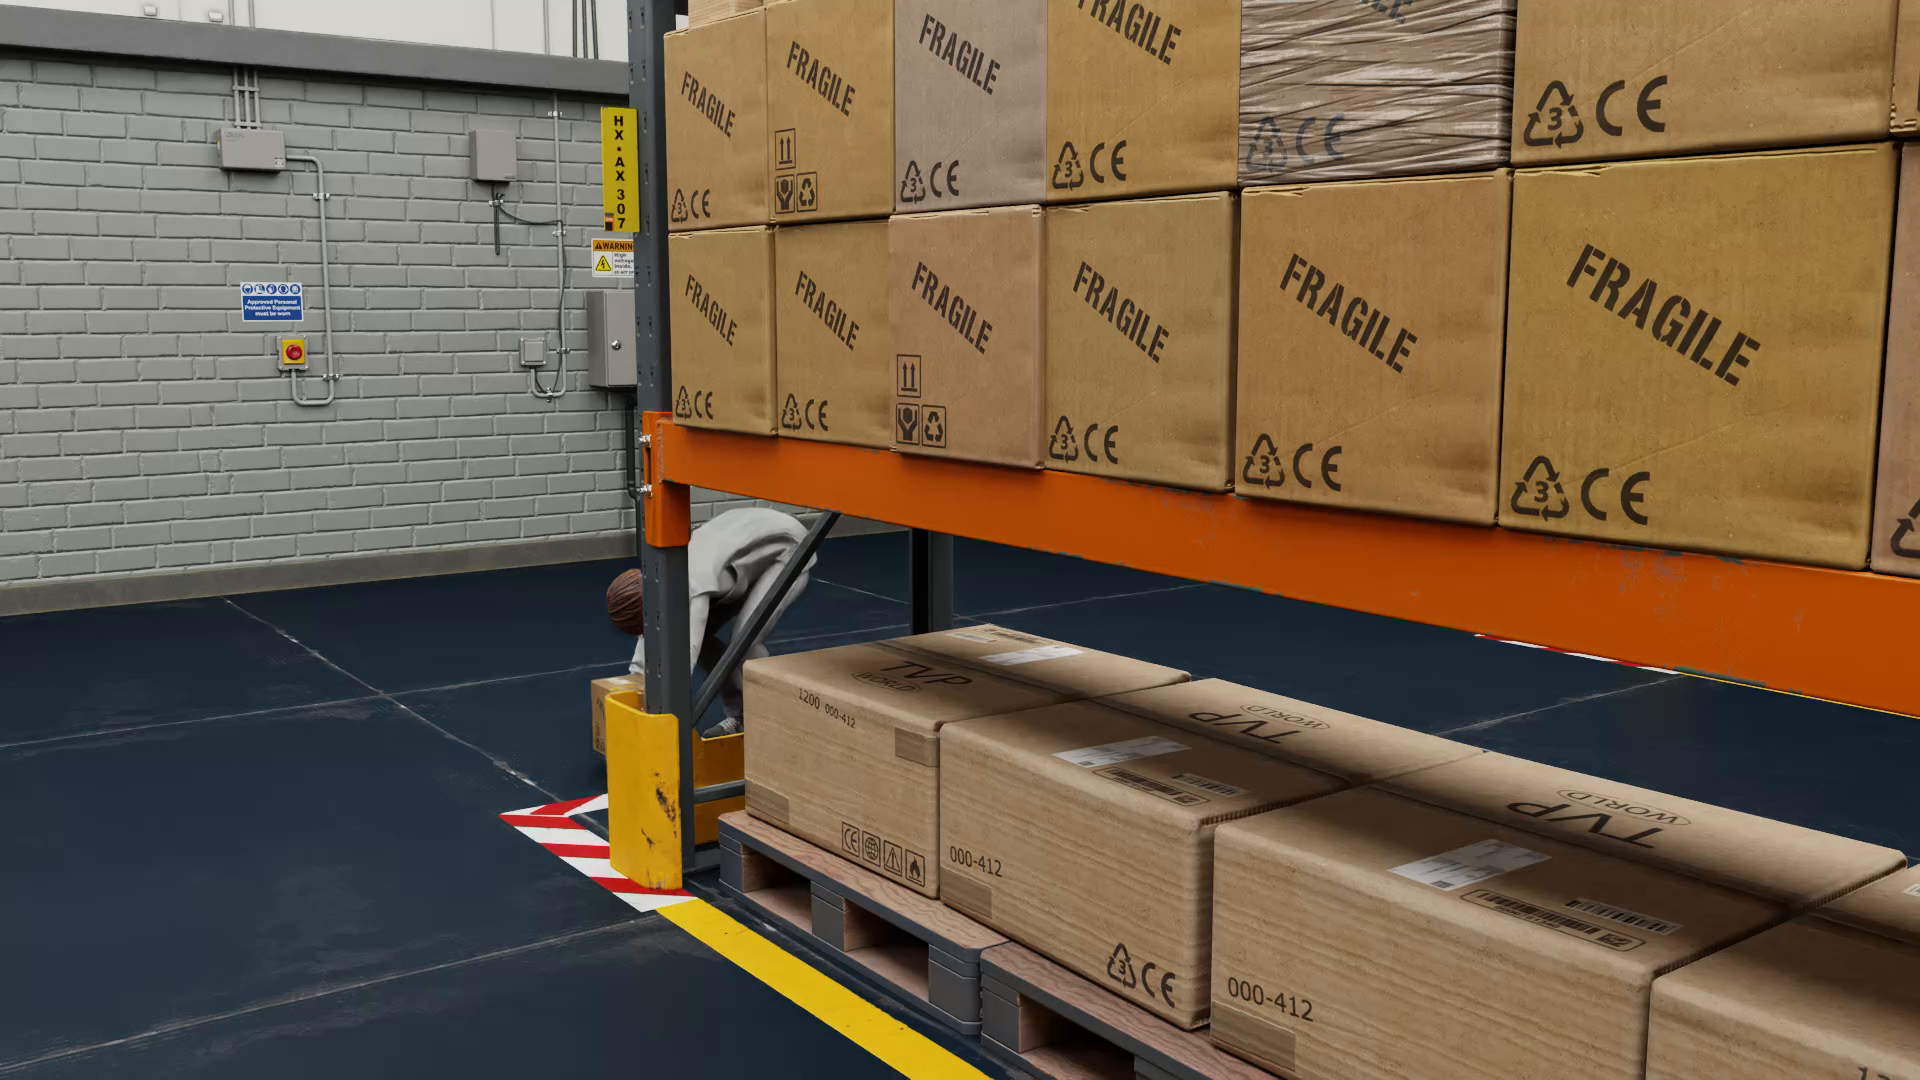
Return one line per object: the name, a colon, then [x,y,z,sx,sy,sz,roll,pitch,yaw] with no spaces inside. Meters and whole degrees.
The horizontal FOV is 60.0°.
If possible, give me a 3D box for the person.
person: [-0.882,0.343,5.962,0.421,0.887,0.854,8,11,44]
